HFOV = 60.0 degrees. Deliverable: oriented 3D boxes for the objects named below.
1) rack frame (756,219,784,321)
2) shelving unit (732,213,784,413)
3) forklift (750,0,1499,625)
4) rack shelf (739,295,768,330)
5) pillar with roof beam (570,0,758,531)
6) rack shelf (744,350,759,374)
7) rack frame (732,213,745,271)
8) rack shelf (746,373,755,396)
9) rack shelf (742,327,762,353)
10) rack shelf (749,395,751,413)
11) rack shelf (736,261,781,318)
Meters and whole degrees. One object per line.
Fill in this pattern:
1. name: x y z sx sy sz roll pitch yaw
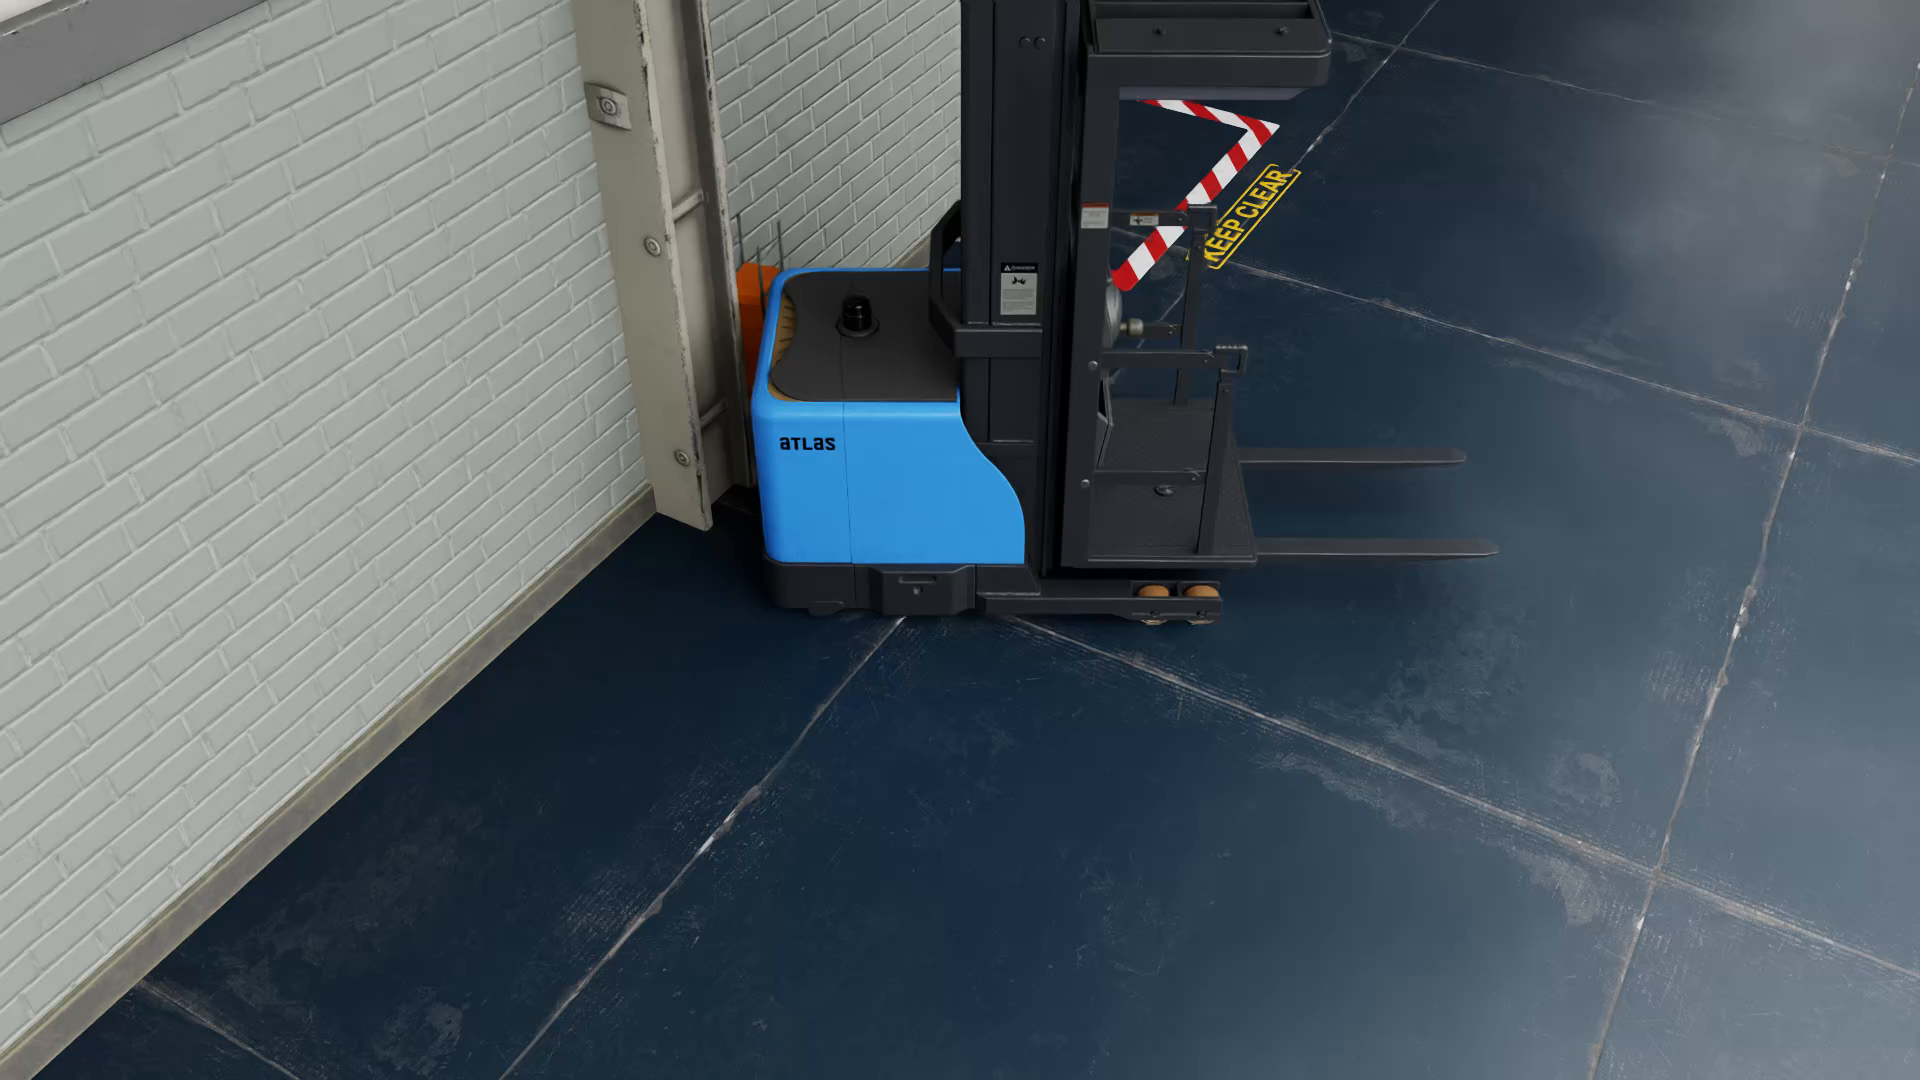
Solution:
1. rack frame: -0.790 -0.815 7.266 0.006 1.200 0.240 12 43 13
2. shelving unit: -0.877 -0.833 7.288 0.189 1.200 0.258 12 43 13
3. forklift: 0.713 -1.107 6.289 3.031 2.935 1.130 0 41 0
4. rack shelf: -0.878 -0.980 7.158 0.180 0.103 0.258 12 43 13
5. pillar with roof beam: 2.580 -2.155 2.888 9.100 9.000 0.400 21 45 22
6. rack shelf: -0.877 -0.800 7.317 0.180 0.103 0.258 12 43 13
7. rack frame: -0.964 -0.852 7.309 0.006 1.200 0.240 12 43 13
8. rack shelf: -0.877 -0.710 7.397 0.180 0.103 0.258 12 43 13
9. rack shelf: -0.878 -0.890 7.238 0.180 0.103 0.258 12 43 13
10. rack shelf: -0.876 -0.620 7.476 0.180 0.103 0.258 12 43 13
11. rack shelf: -0.878 -1.070 7.079 0.180 0.103 0.258 12 43 13
